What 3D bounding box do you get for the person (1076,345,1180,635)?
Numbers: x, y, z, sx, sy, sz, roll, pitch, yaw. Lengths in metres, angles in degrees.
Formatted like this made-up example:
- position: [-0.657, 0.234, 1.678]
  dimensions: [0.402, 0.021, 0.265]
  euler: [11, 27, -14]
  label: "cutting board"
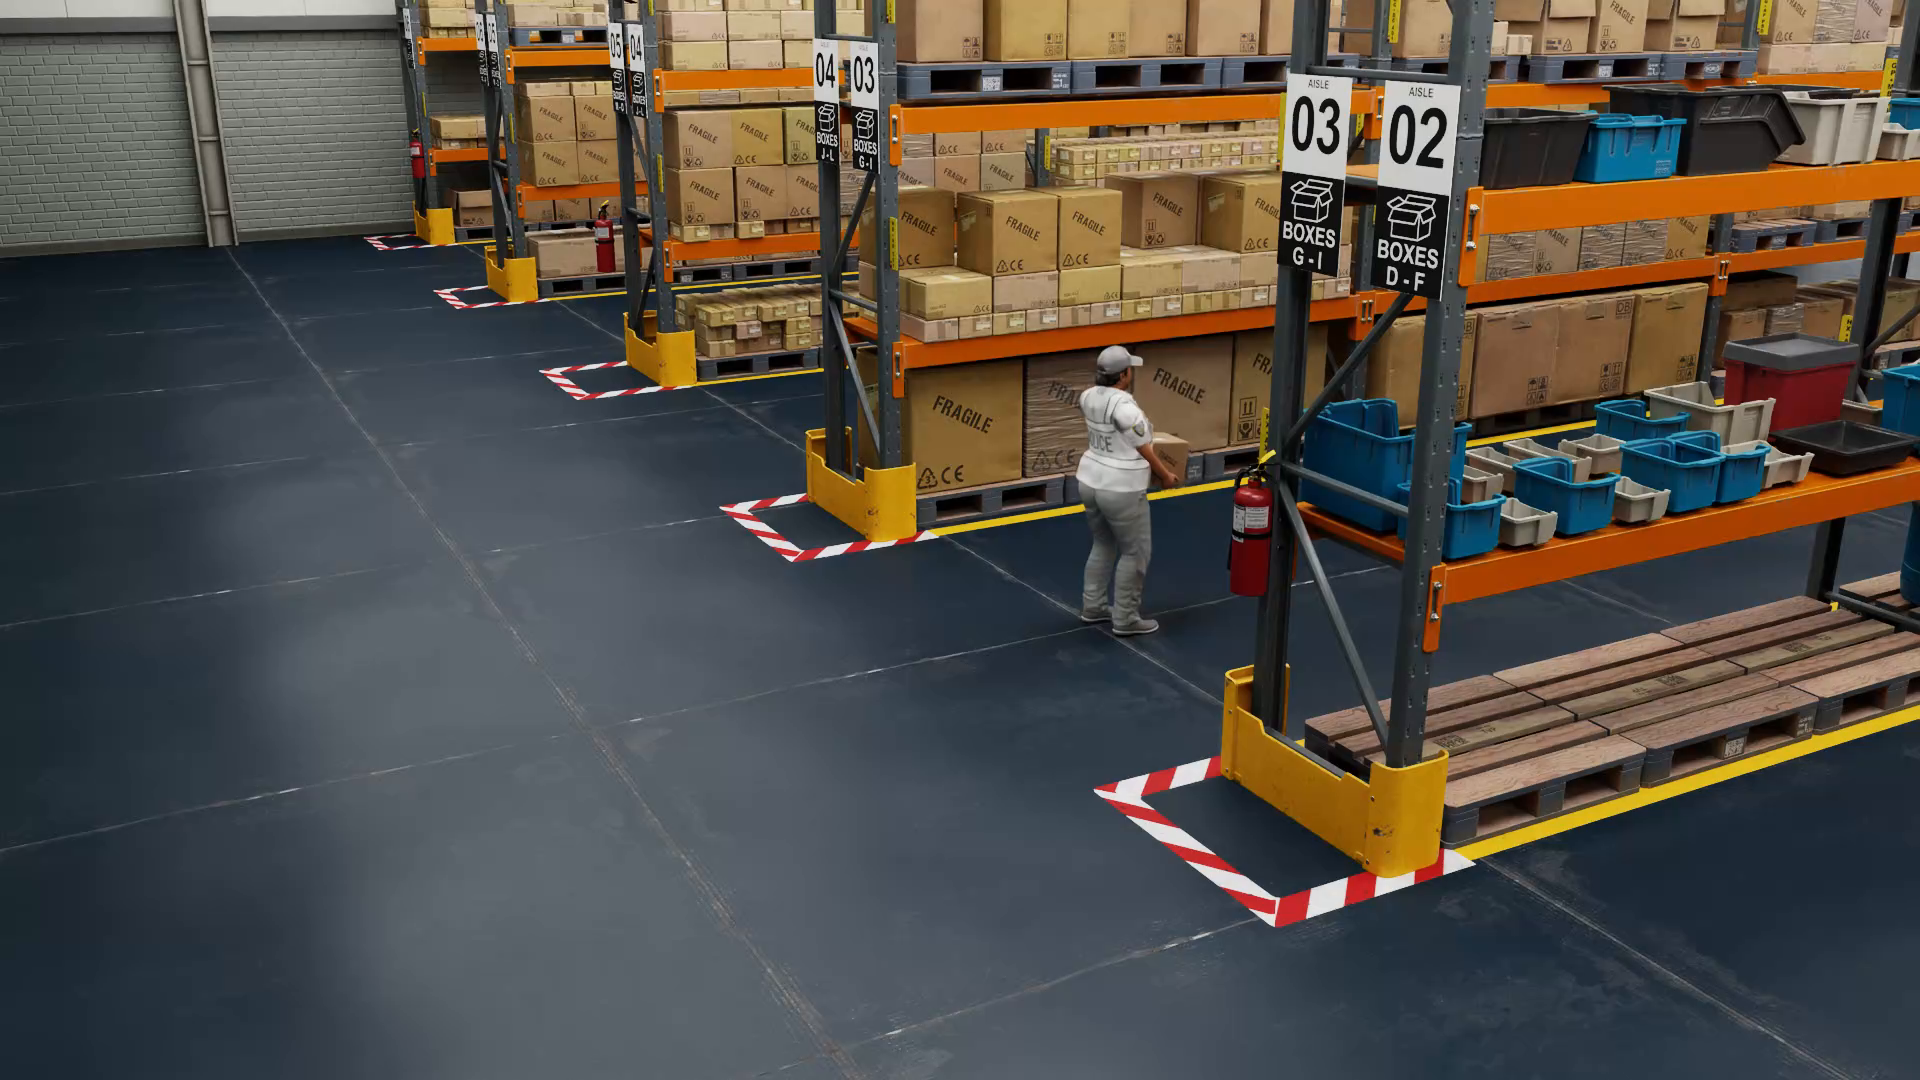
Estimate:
- position: [0.939, -0.289, 9.432]
  dimensions: [0.539, 1.662, 0.452]
  euler: [-10, 21, -27]
  label: "person"
